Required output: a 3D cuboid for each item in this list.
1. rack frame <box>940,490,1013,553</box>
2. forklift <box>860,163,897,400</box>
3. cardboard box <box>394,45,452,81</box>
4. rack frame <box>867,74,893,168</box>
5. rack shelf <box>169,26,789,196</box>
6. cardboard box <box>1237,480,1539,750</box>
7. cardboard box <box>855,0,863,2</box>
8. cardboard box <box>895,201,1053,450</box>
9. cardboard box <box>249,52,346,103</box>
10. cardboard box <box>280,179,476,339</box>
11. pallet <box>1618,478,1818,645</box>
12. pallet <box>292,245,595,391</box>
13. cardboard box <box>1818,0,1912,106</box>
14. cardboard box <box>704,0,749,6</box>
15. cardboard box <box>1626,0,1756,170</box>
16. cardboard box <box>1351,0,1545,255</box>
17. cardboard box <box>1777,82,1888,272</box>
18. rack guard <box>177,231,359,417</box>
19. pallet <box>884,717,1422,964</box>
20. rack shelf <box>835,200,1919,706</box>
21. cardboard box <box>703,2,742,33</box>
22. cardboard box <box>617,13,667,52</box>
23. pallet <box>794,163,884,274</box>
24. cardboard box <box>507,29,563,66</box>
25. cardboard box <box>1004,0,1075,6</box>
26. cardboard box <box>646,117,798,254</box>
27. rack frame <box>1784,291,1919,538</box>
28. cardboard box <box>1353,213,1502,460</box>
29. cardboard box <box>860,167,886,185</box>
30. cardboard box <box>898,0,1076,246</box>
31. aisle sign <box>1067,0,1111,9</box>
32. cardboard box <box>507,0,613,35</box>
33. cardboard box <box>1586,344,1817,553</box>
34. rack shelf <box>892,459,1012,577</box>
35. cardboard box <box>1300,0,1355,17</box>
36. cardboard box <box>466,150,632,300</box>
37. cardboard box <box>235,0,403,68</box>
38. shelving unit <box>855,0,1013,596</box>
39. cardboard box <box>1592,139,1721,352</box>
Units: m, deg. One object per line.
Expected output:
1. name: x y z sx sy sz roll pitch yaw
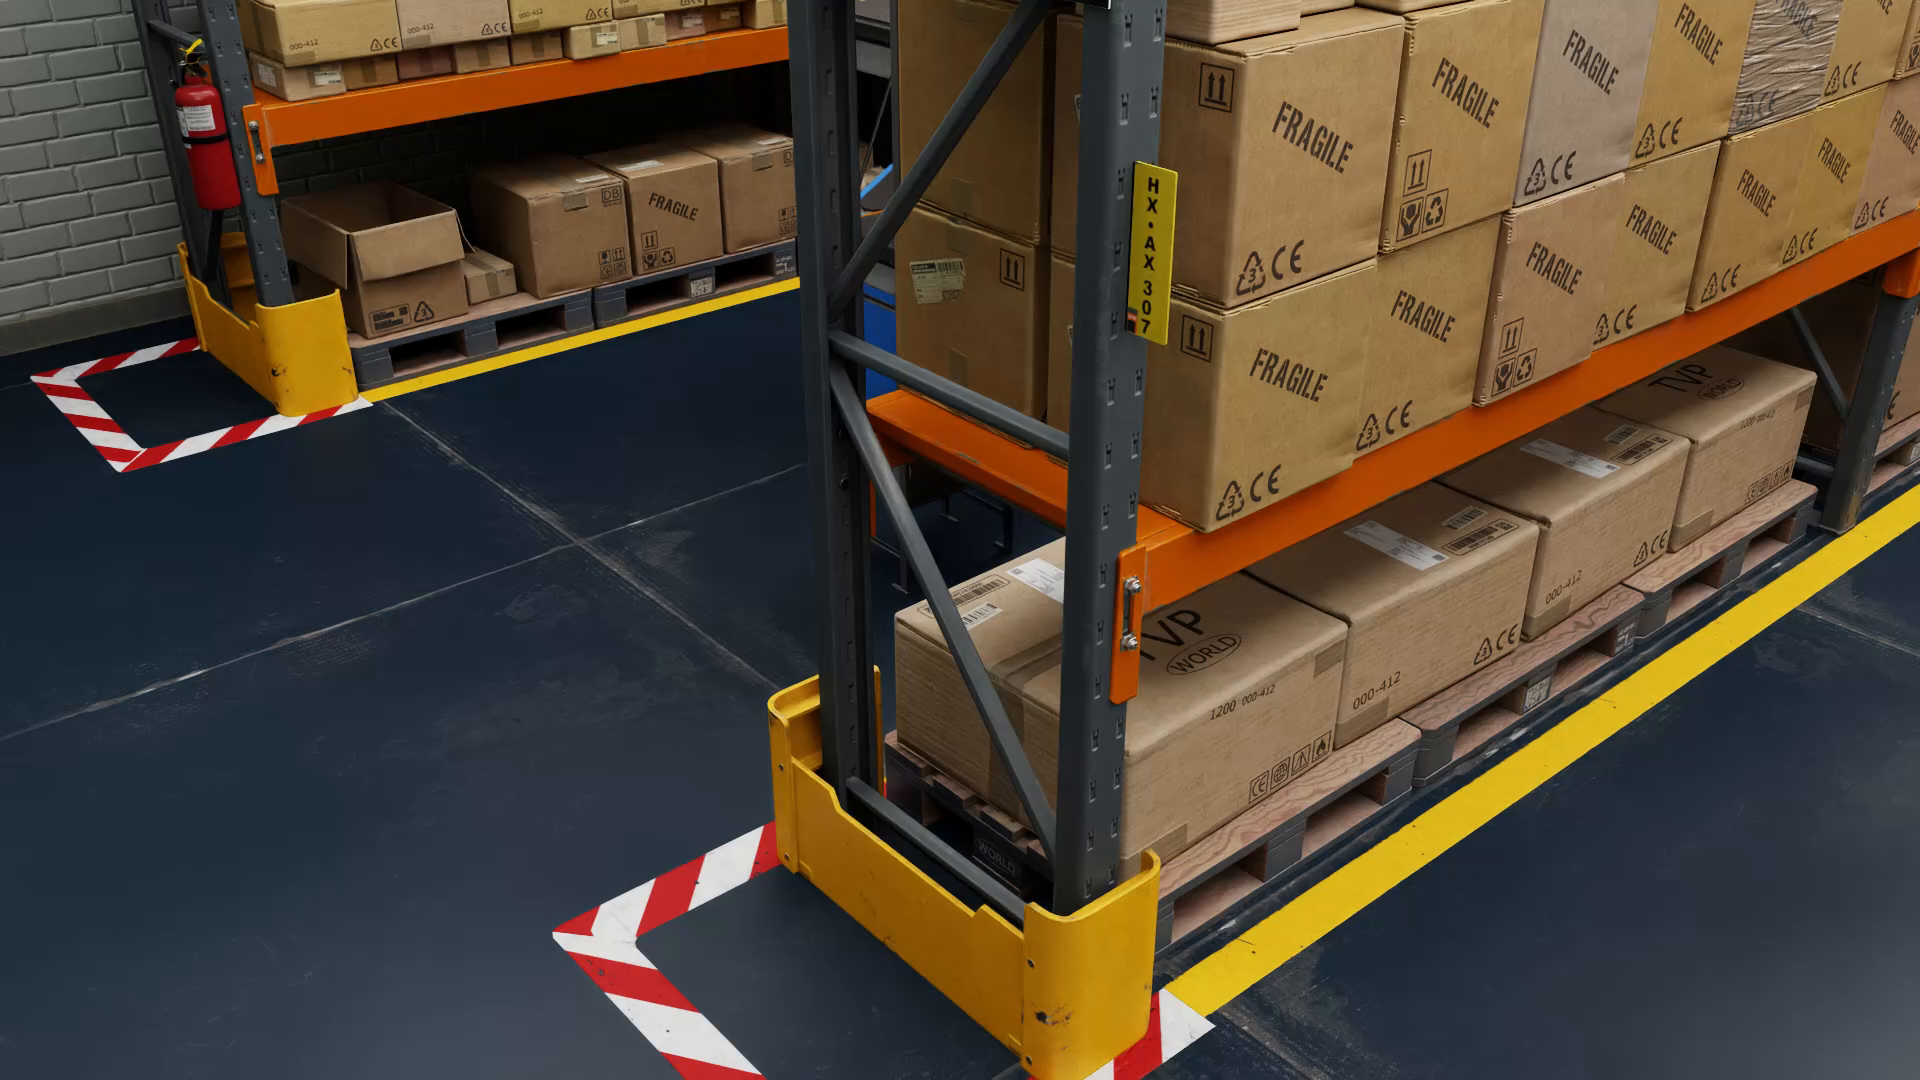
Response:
1. rack frame: 0.060 -0.950 5.800 0.015 2.100 0.400 -22 35 -35
2. forklift: 0.362 -2.187 7.233 1.130 2.935 3.031 7 29 13
3. cardboard box: -2.461 -2.163 7.382 0.250 0.149 0.380 -22 35 -36
4. rack frame: -0.187 -3.308 9.258 0.127 3.000 1.000 -22 35 -35
5. rack shelf: -1.709 -2.379 8.283 4.000 0.370 1.077 -22 35 -35
6. cardboard box: 1.122 0.118 5.120 0.875 0.438 0.875 -21 34 -34
7. cardboard box: -0.632 -2.834 8.637 0.250 0.149 0.380 -21 34 -34
8. cardboard box: 0.190 -0.593 4.071 0.500 0.500 0.500 -22 35 -35
9. cardboard box: -2.802 -1.976 7.032 0.250 0.149 0.380 -22 35 -35
10. cardboard box: -2.703 -1.322 7.745 0.637 0.503 0.797 -24 36 -37
11. pallet: 2.408 -0.095 6.205 1.213 0.211 1.003 -22 35 -35
12. pallet: -2.566 -1.122 8.126 1.213 0.211 1.003 -22 35 -35
13. cardboard box: 2.466 -1.619 4.931 0.500 0.500 0.500 -22 35 -36
14. cardboard box: -1.176 -2.824 8.195 0.500 0.250 0.500 -22 35 -35
15. cardboard box: 1.698 -1.310 4.351 0.500 0.500 0.500 -22 35 -35
16. cardboard box: 0.933 -0.997 3.765 0.500 0.500 0.500 -23 36 -36
17. cardboard box: 2.463 -1.181 5.171 0.500 0.500 0.500 -23 36 -36
18. rack guard: -3.172 -1.006 7.601 0.348 0.500 1.175 -22 35 -35
19. pallet: 0.552 0.651 4.808 1.213 0.211 1.003 -22 35 -35
20. rack shelf: 1.516 -0.601 4.955 4.000 0.370 1.077 -22 35 -35
21. cardboard box: -1.294 -2.636 8.267 0.250 0.149 0.380 -21 35 -34
22. cardboard box: -1.603 -2.440 7.900 0.250 0.149 0.380 -21 35 -34
23. pallet: -0.710 -1.869 9.523 1.213 0.211 1.003 -22 35 -35
24. cardboard box: -2.031 -2.302 7.642 0.250 0.149 0.380 -21 35 -34
25. cardboard box: 0.137 -1.259 3.568 0.250 0.149 0.380 -21 35 -34
26. cardboard box: -1.238 -1.886 8.803 0.500 0.500 0.700 -23 36 -37
27. rack frame: 3.037 -1.530 5.930 0.127 3.000 1.000 -22 35 -35
28. cardboard box: 0.913 -0.559 4.007 0.500 0.500 0.500 -22 35 -36
29. cardboard box: -0.420 -1.961 9.315 0.250 0.149 0.380 -23 36 -36
30. cardboard box: 0.207 -1.024 3.817 0.500 0.500 0.500 -21 34 -33
31. aisle sign: 0.128 -1.327 2.792 0.004 0.787 0.394 -22 35 -35
32. cardboard box: -1.943 -2.503 7.594 0.500 0.250 0.500 -23 36 -36
33. cardboard box: 2.490 -0.431 6.148 0.875 0.438 0.875 -22 35 -36
34. rack shelf: -0.126 -0.246 5.997 0.480 0.518 0.431 -22 35 -35
35. cardboard box: 0.597 -1.192 3.444 0.250 0.149 0.380 -21 35 -34
36. cardboard box: -2.028 -1.568 8.209 0.500 0.500 0.700 -20 34 -33
37. cardboard box: -2.710 -2.192 7.013 0.500 0.250 0.500 -22 35 -35
38. shelving unit: -0.126 -0.875 5.660 0.503 2.100 0.431 -22 35 -35
39. cardboard box: 1.681 -0.867 4.584 0.500 0.500 0.500 -21 34 -33
